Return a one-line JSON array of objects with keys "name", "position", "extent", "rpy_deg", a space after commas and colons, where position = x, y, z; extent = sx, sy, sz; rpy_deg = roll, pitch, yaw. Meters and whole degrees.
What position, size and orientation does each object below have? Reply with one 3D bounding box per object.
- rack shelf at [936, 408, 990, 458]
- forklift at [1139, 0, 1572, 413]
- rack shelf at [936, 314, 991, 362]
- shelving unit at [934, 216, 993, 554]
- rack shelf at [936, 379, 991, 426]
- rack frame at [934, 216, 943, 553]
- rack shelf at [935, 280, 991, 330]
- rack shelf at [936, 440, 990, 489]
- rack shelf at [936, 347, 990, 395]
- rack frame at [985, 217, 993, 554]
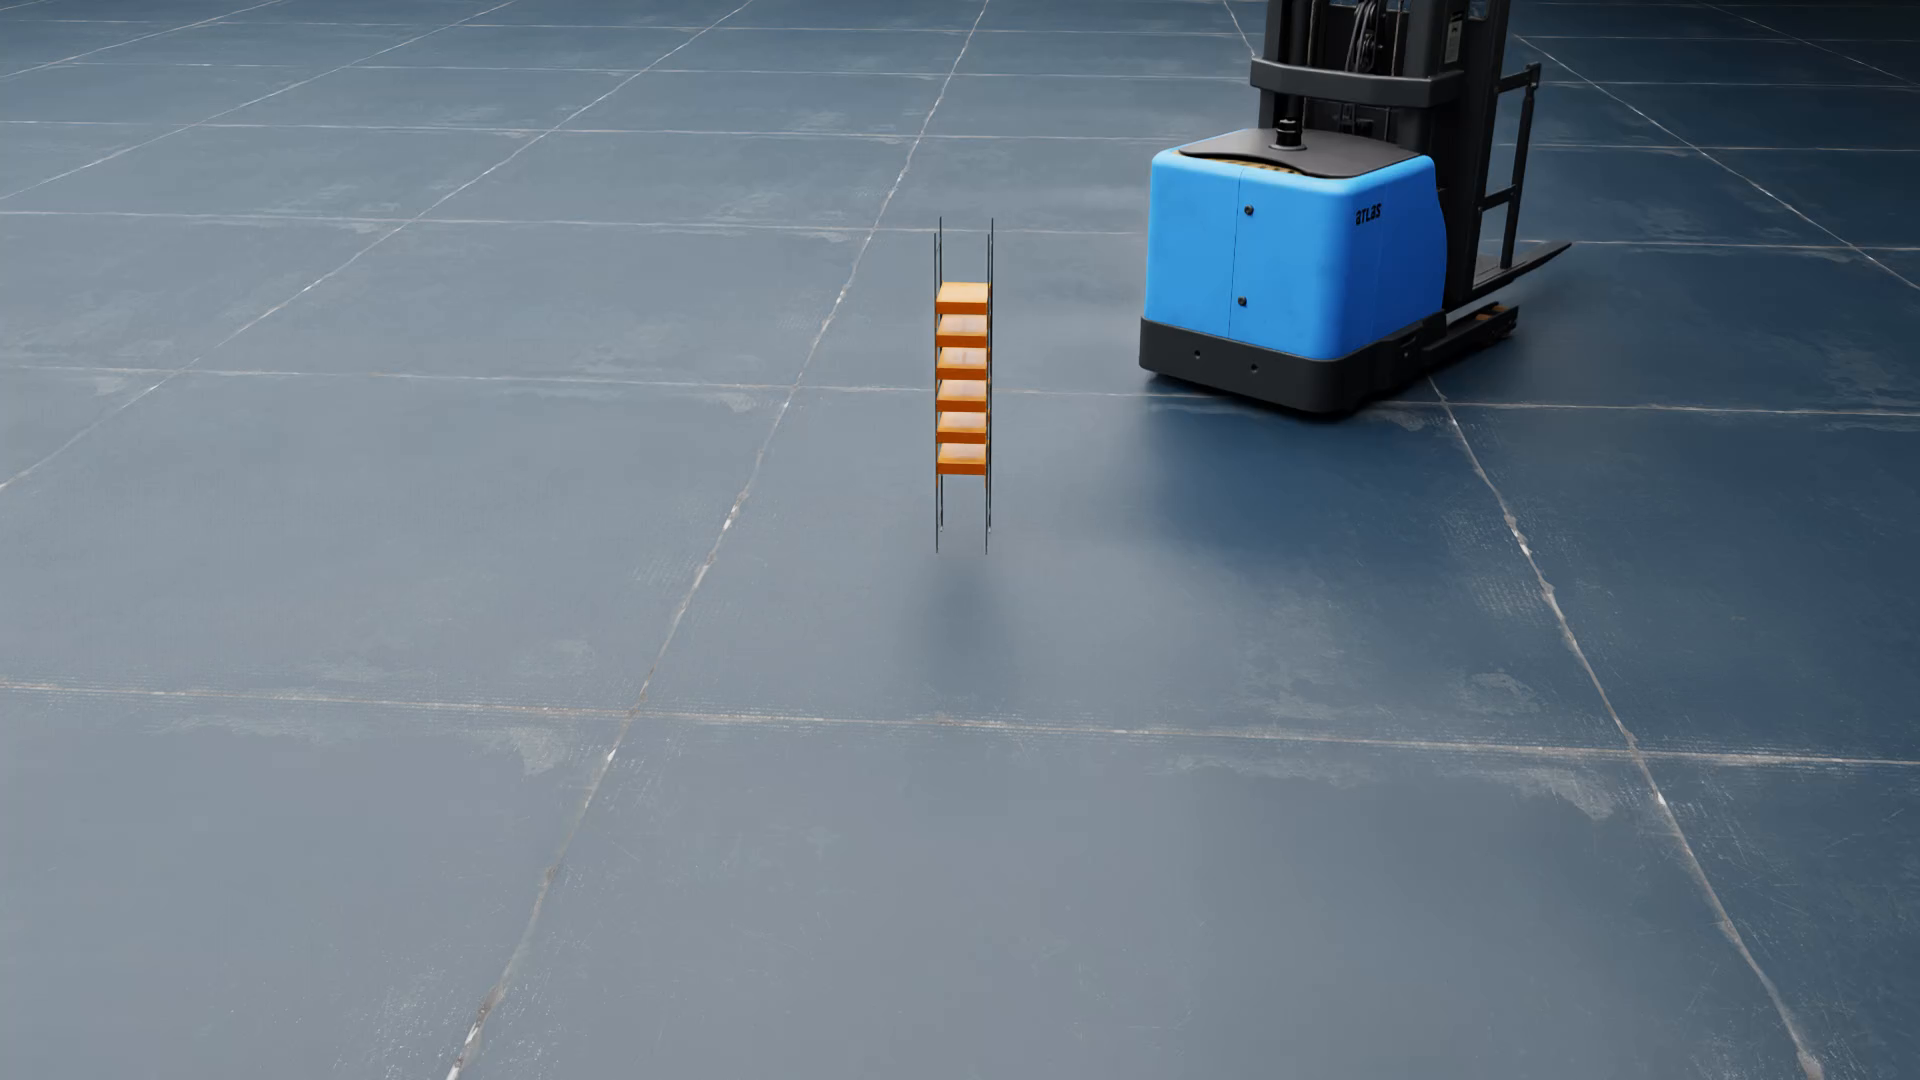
[{"name": "rack shelf", "position": [0.014, -0.395, 6.067], "extent": [0.180, 0.103, 0.258], "rpy_deg": [2, 25, 4]}, {"name": "forklift", "position": [2.196, -2.424, 8.011], "extent": [1.130, 2.935, 3.031], "rpy_deg": [20, 31, 37]}, {"name": "rack shelf", "position": [0.014, -0.722, 5.916], "extent": [0.180, 0.103, 0.258], "rpy_deg": [2, 25, 4]}, {"name": "shelving unit", "position": [0.014, -0.545, 5.998], "extent": [0.189, 1.200, 0.258], "rpy_deg": [2, 25, 4]}, {"name": "rack shelf", "position": [0.014, -0.504, 6.017], "extent": [0.180, 0.103, 0.258], "rpy_deg": [2, 25, 4]}, {"name": "rack frame", "position": [-0.077, -0.548, 6.005], "extent": [0.006, 1.200, 0.240], "rpy_deg": [2, 25, 4]}, {"name": "rack shelf", "position": [0.014, -0.831, 5.866], "extent": [0.180, 0.103, 0.258], "rpy_deg": [2, 25, 4]}, {"name": "rack shelf", "position": [0.014, -0.286, 6.117], "extent": [0.180, 0.103, 0.258], "rpy_deg": [2, 25, 4]}, {"name": "rack shelf", "position": [0.014, -0.613, 5.967], "extent": [0.180, 0.103, 0.258], "rpy_deg": [2, 25, 4]}, {"name": "rack frame", "position": [0.106, -0.542, 5.992], "extent": [0.006, 1.200, 0.240], "rpy_deg": [2, 25, 4]}]
